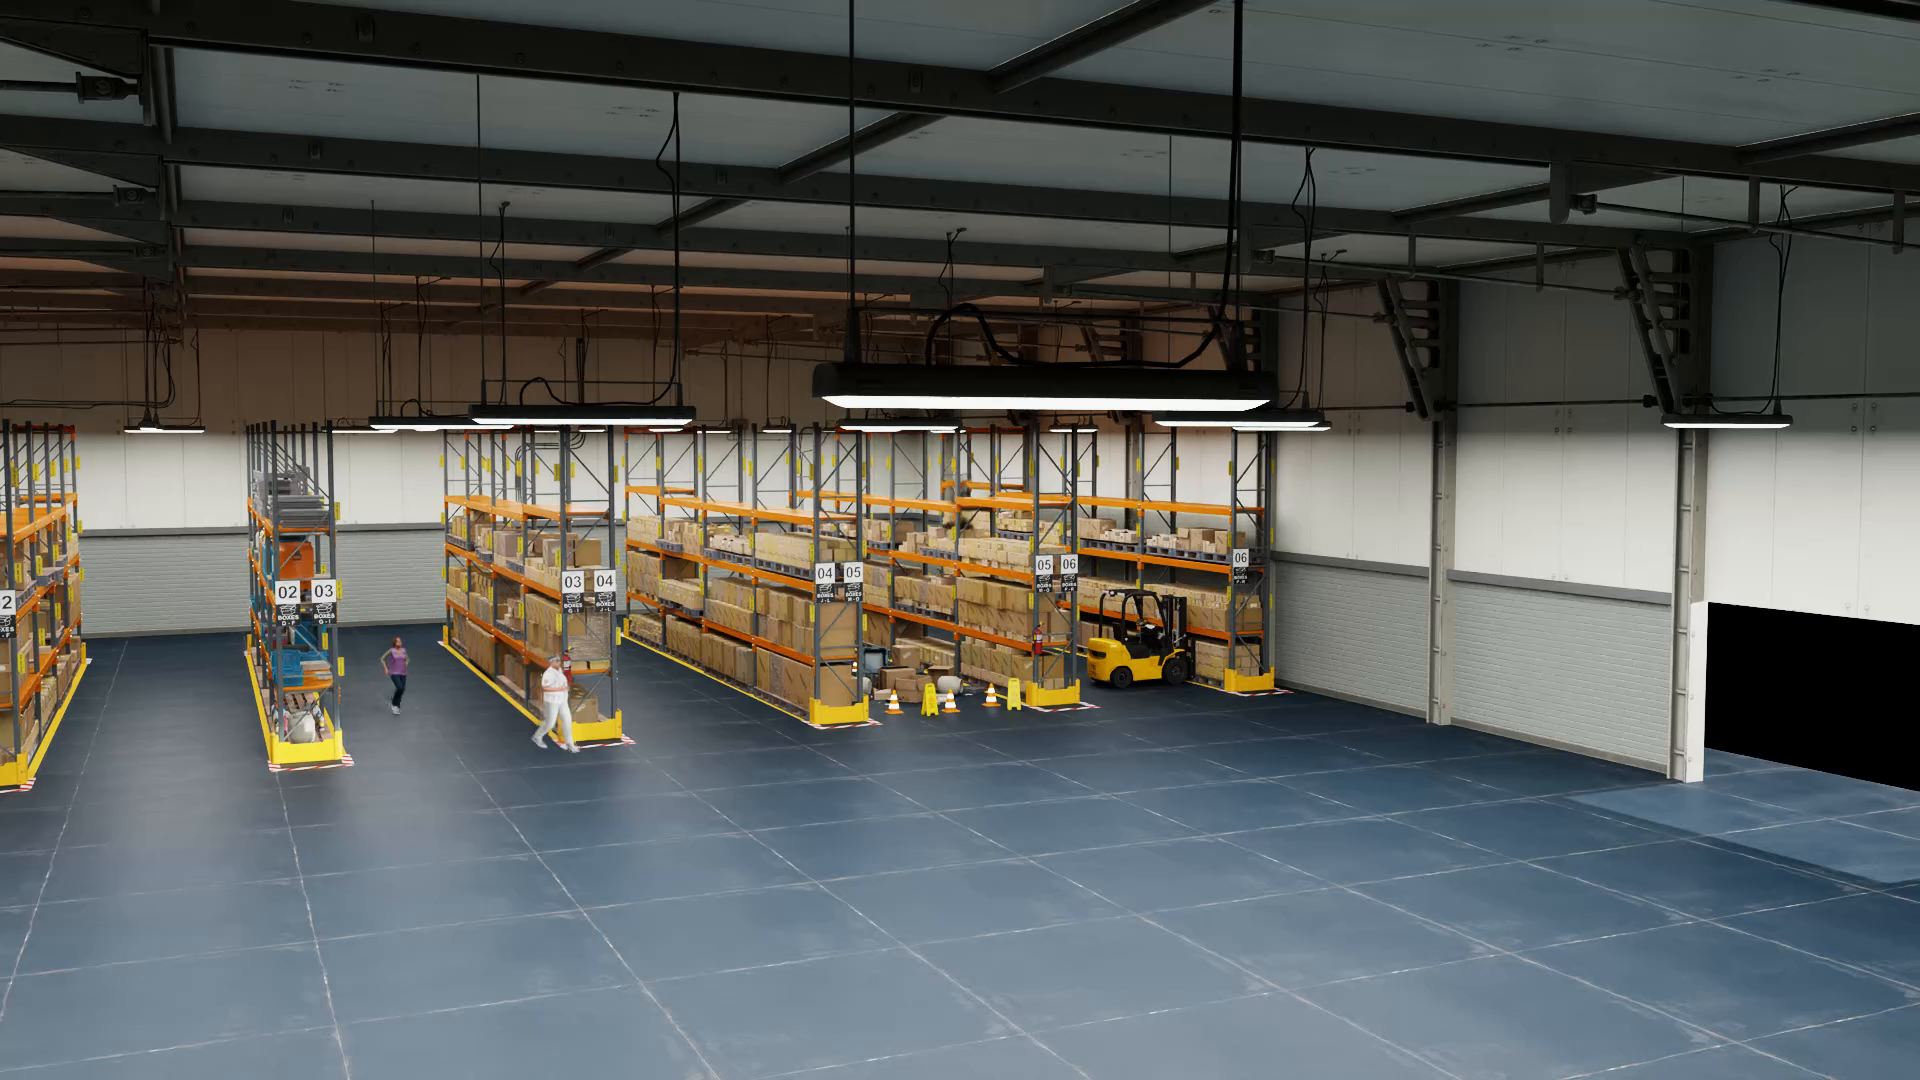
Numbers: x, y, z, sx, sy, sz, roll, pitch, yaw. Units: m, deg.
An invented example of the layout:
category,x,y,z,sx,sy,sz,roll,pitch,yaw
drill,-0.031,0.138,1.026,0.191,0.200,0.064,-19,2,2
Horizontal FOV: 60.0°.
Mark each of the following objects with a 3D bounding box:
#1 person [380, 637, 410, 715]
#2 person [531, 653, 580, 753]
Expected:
category,x,y,z,sx,sy,sz,roll,pitch,yaw
person,-11.550,2.785,34.162,0.661,1.592,0.510,3,5,41
person,-7.352,2.946,30.139,0.937,1.817,0.656,2,4,24
